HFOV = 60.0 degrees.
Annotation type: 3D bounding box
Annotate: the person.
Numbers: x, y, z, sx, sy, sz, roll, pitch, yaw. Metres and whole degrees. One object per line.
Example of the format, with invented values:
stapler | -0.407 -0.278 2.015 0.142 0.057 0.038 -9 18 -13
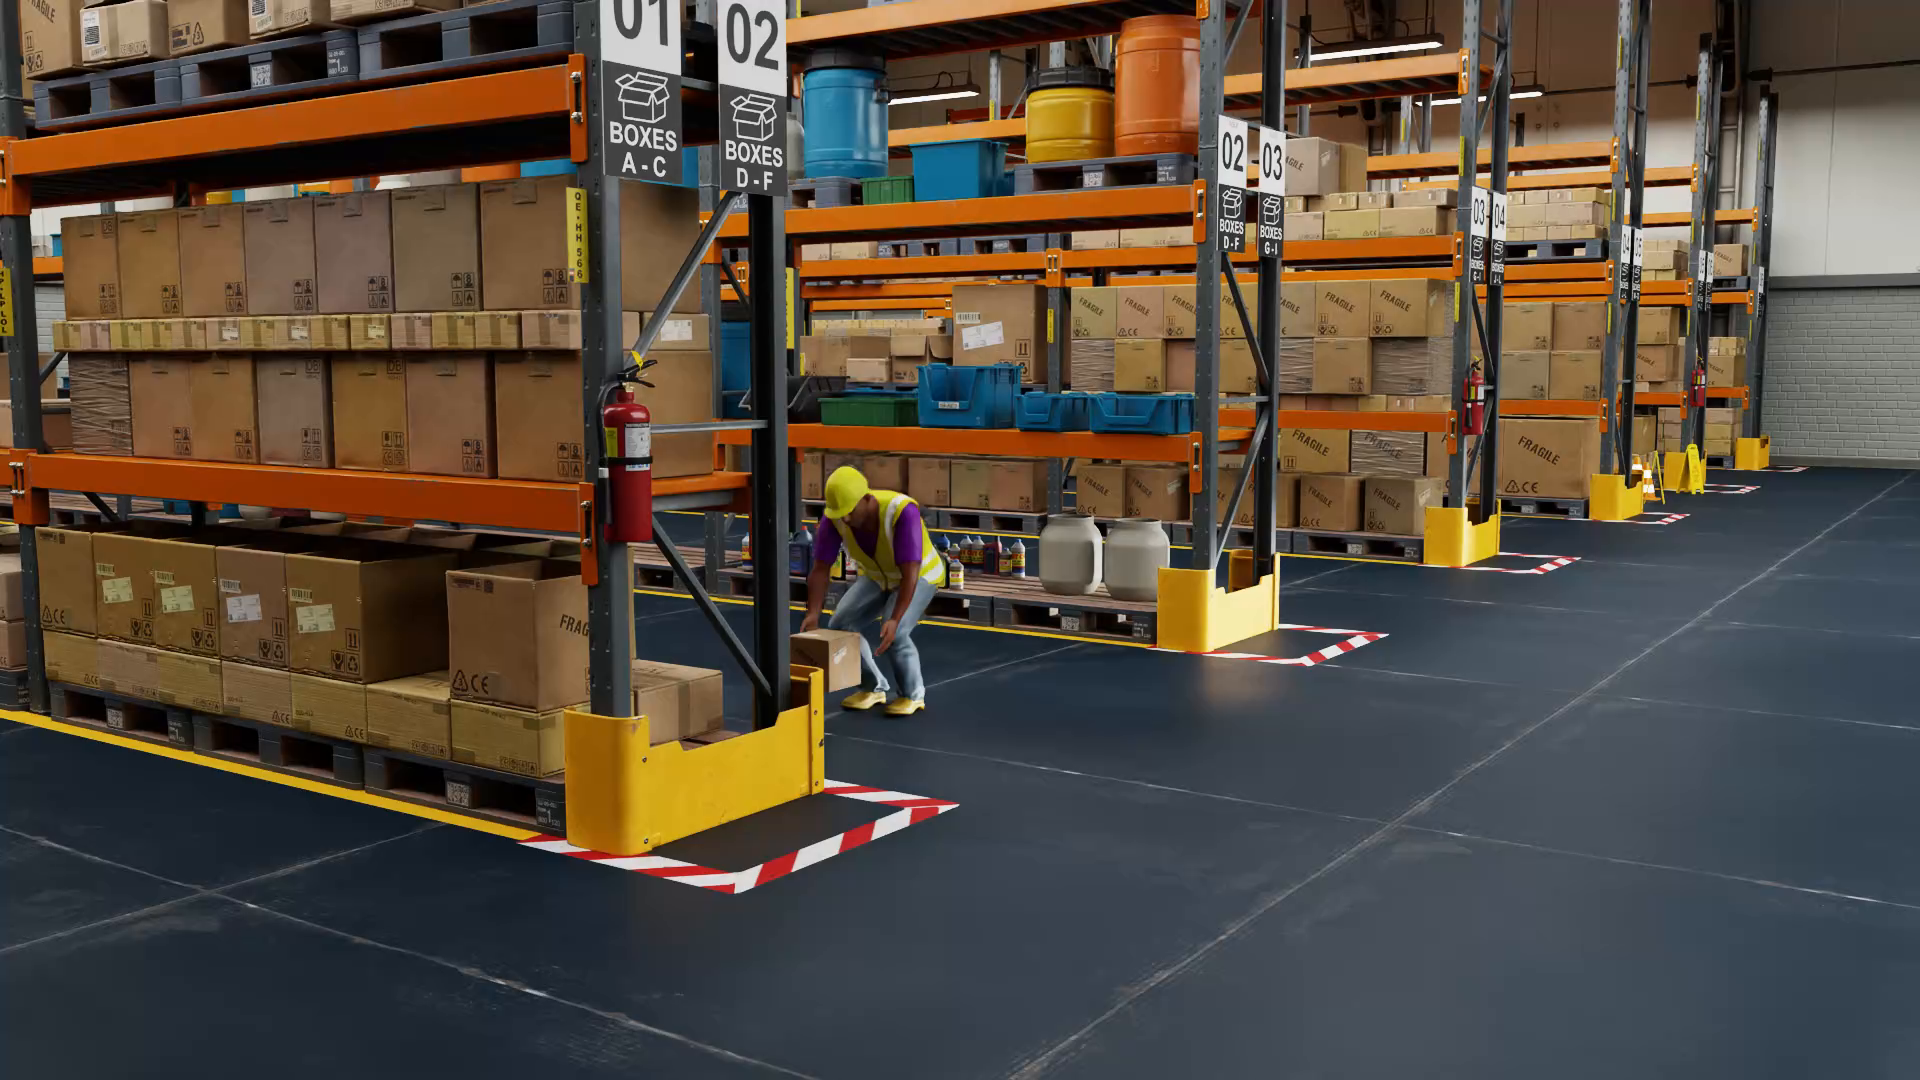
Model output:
person | -0.391 0.245 8.276 0.626 1.260 0.823 4 8 33
